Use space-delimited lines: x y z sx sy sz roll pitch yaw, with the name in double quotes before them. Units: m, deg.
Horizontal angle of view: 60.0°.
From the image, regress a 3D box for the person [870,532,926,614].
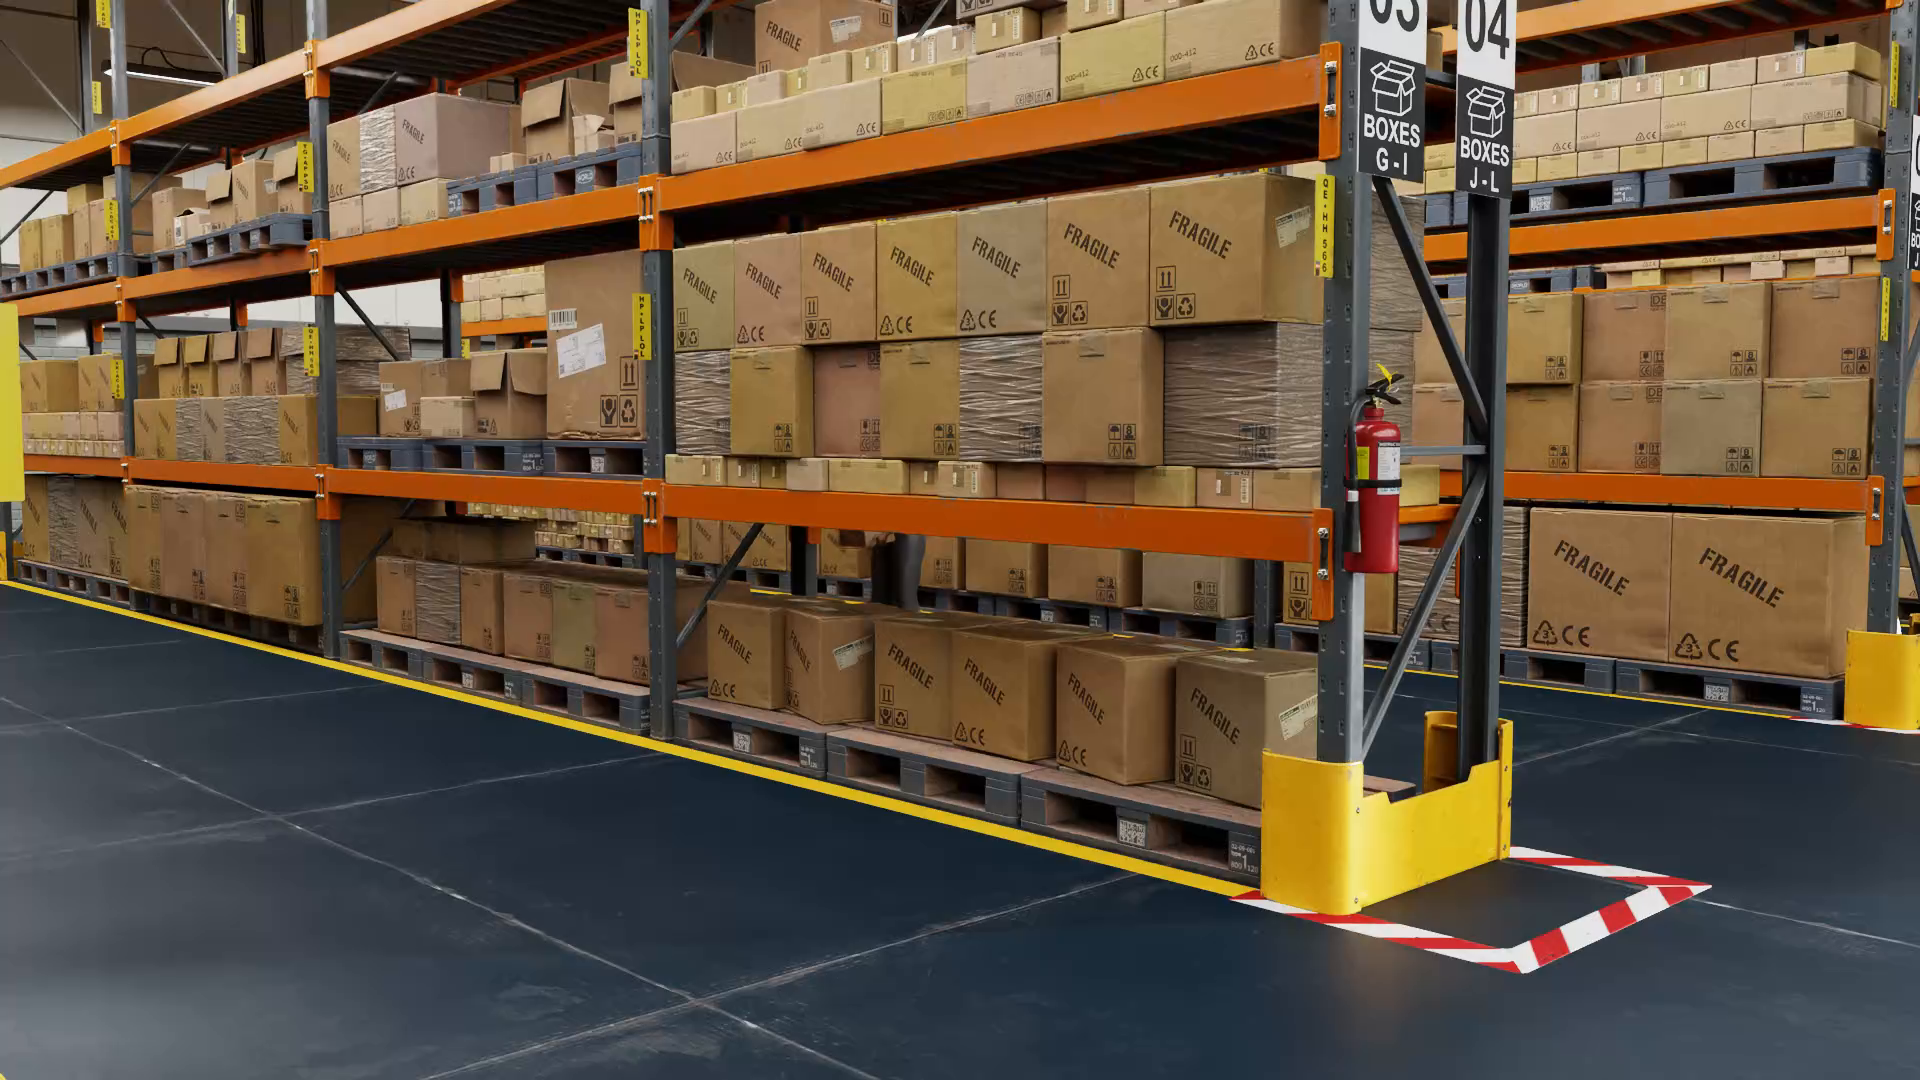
"person" -0.467 0.036 10.633 0.504 1.656 0.435 -4 6 -44
